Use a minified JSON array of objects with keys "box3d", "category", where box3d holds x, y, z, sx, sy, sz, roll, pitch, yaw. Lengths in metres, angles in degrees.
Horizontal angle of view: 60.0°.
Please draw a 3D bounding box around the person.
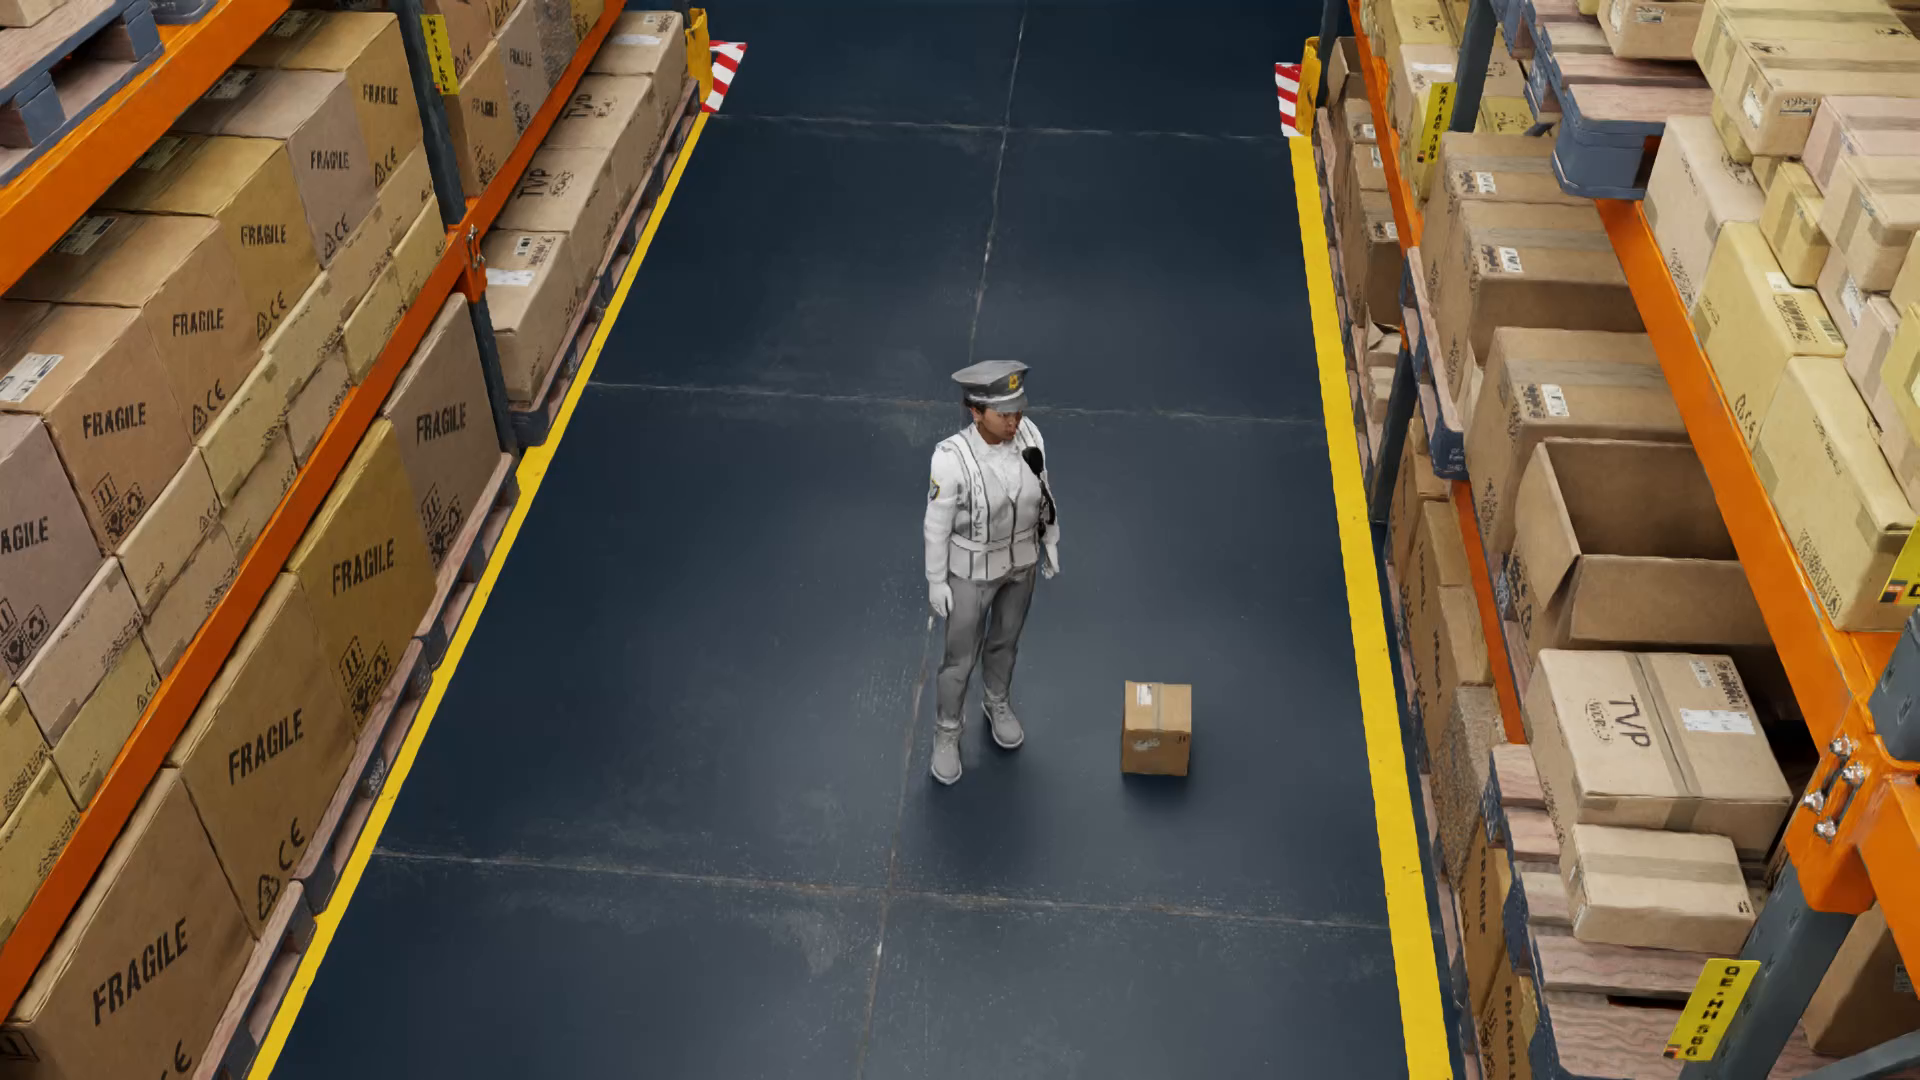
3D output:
[{"box3d":[-3.191,1.455,4.021,8.731,2.202,0.748,-23,45,-25],"category":"person"}]
